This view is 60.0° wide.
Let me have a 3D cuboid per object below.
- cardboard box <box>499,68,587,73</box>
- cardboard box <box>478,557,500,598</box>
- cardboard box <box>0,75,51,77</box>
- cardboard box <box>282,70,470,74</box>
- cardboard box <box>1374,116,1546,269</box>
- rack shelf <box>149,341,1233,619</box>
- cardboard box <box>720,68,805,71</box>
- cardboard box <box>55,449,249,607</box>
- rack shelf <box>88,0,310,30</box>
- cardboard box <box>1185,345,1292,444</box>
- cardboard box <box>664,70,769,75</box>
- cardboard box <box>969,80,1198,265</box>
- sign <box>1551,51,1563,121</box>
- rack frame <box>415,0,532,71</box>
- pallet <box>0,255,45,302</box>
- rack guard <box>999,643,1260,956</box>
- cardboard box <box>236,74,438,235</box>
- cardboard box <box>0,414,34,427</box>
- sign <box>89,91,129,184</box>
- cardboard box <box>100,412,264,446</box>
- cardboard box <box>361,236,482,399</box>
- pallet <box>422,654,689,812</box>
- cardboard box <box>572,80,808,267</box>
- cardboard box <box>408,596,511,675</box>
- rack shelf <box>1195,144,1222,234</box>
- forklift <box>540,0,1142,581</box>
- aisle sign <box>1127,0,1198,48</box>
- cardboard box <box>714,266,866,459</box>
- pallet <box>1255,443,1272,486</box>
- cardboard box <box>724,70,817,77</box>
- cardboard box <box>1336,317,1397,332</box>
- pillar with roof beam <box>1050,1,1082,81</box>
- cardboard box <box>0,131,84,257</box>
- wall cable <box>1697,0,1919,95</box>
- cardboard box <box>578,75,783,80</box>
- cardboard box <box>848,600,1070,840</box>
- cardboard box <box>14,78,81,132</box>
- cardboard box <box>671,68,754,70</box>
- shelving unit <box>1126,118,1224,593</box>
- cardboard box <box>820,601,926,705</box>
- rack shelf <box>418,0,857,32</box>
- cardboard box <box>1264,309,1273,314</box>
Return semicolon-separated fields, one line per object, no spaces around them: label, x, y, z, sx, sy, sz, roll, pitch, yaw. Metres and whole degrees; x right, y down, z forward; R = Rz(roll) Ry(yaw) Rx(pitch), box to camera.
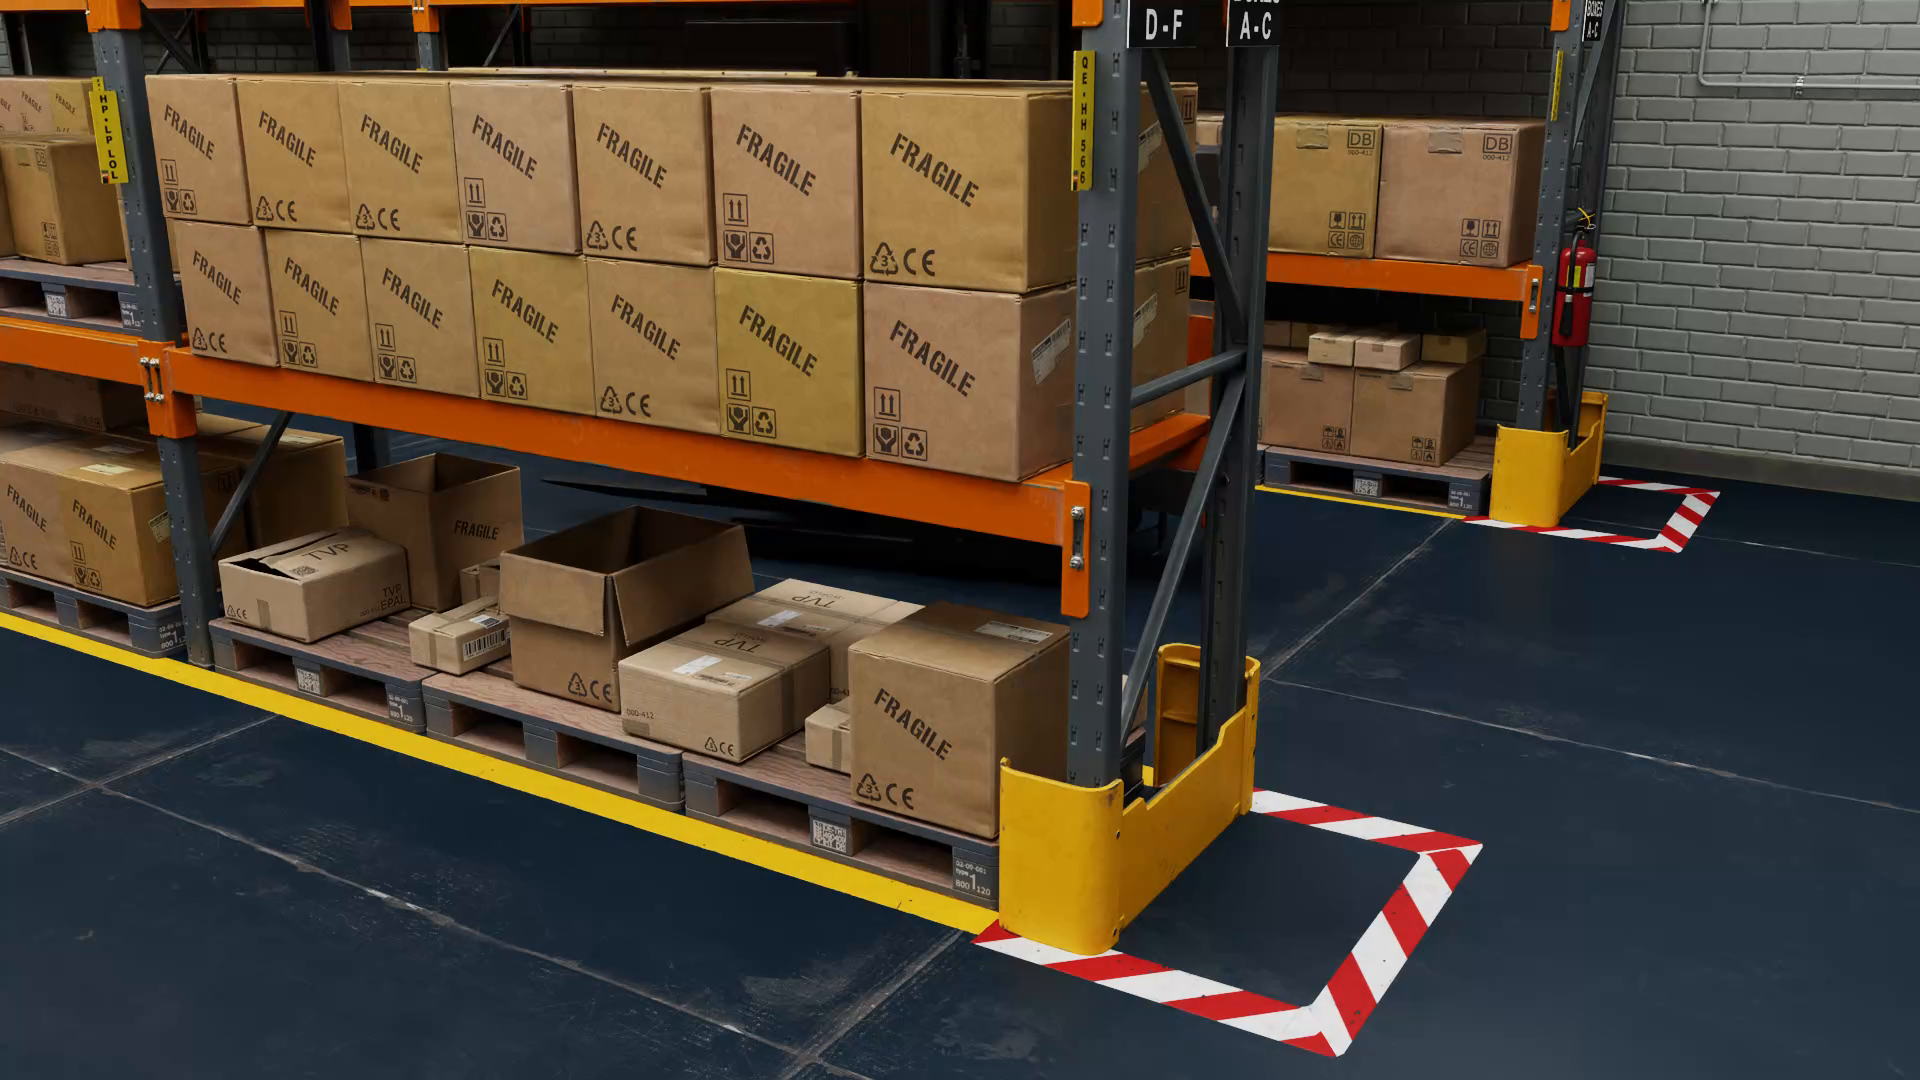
cardboard box;-2.913;-3.226;11.833;0.500;0.250;0.500;10;19;29
cardboard box;-1.532;0.160;6.562;0.500;0.311;0.500;10;20;30
cardboard box;-9.061;-4.220;16.046;0.500;0.500;0.500;10;19;29
cardboard box;-2.238;-1.560;6.462;0.500;0.500;0.500;10;20;30
cardboard box;2.753;-1.884;8.906;0.700;0.700;0.980;11;20;33
rack shelf;-1.100;-0.398;5.768;4.000;0.370;1.077;10;20;30
cardboard box;-1.350;-3.120;11.482;0.500;0.250;0.500;9;19;28
cardboard box;-3.375;-0.065;6.977;0.500;0.500;0.500;10;20;30
rack shelf;-4.509;-2.441;7.335;4.000;0.370;1.077;10;20;30
cardboard box;1.689;-0.904;9.775;0.500;0.500;0.700;9;19;28
cardboard box;-1.613;-2.998;11.080;0.500;0.250;0.500;11;20;31
cardboard box;0.364;-1.097;4.939;0.500;0.500;0.500;11;20;32
sign;2.897;-2.200;8.064;0.005;0.325;0.100;10;20;30
rack frame;-3.624;-2.882;12.708;0.127;3.000;1.000;10;20;30
pallet;-4.554;-1.268;7.725;1.213;0.211;1.003;10;20;30
rack guard;0.539;0.747;5.063;0.348;0.500;1.175;10;20;30
cardboard box;-2.110;-1.353;5.781;0.500;0.500;0.500;9;19;28
cardboard box;-4.654;-0.295;7.736;0.500;0.500;0.500;9;19;28
sign;-3.092;-1.462;6.042;0.005;0.325;0.100;10;20;30
cardboard box;-3.550;-0.273;7.663;0.500;0.500;0.500;10;20;31
cardboard box;-1.650;-0.795;5.666;0.500;0.500;0.500;10;20;30
pallet;-1.176;0.578;6.115;1.213;0.211;1.003;10;20;30
cardboard box;-0.794;-1.118;5.008;0.500;0.500;0.500;11;20;32
cardboard box;-1.818;0.345;6.201;0.250;0.166;0.380;10;20;30
rack shelf;1.054;-1.510;7.375;0.480;0.518;0.431;14;22;38
forklift;-0.649;-1.453;8.123;3.031;2.935;1.130;6;18;18
aisle sign;0.502;-1.595;4.000;0.004;0.787;0.394;10;20;30
cardboard box;-0.364;-0.564;4.906;0.500;0.500;0.500;10;20;31
pallet;1.435;-0.619;10.056;1.213;0.211;1.003;10;20;30
cardboard box;-1.178;-2.920;10.825;0.500;0.250;0.500;11;20;31
cardboard box;2.323;-1.170;9.533;0.250;0.149;0.380;10;20;30
pillar with roof beam;-1.419;-4.186;6.678;0.400;9.000;9.100;10;20;30
cardboard box;-4.342;-1.548;7.423;0.500;0.500;0.700;5;18;16
wall cable;4.779;-2.191;8.685;1.851;1.984;0.084;10;20;30
cardboard box;-0.943;-1.329;5.703;0.500;0.500;0.500;10;20;30
cardboard box;0.012;0.526;5.032;0.500;0.500;0.500;10;20;30
cardboard box;-8.025;-3.857;14.851;0.500;0.500;0.500;10;20;30
cardboard box;-1.793;-3.200;11.747;0.500;0.250;0.500;10;19;29
shelving unit;1.053;-0.853;7.574;0.503;2.100;0.431;14;22;38
cardboard box;-0.137;0.438;5.751;0.500;0.250;0.500;10;20;30
rack shelf;-1.920;-3.669;11.375;4.000;0.370;1.077;10;20;30
cardboard box;1.674;-1.285;9.913;0.250;0.149;0.380;10;20;31
